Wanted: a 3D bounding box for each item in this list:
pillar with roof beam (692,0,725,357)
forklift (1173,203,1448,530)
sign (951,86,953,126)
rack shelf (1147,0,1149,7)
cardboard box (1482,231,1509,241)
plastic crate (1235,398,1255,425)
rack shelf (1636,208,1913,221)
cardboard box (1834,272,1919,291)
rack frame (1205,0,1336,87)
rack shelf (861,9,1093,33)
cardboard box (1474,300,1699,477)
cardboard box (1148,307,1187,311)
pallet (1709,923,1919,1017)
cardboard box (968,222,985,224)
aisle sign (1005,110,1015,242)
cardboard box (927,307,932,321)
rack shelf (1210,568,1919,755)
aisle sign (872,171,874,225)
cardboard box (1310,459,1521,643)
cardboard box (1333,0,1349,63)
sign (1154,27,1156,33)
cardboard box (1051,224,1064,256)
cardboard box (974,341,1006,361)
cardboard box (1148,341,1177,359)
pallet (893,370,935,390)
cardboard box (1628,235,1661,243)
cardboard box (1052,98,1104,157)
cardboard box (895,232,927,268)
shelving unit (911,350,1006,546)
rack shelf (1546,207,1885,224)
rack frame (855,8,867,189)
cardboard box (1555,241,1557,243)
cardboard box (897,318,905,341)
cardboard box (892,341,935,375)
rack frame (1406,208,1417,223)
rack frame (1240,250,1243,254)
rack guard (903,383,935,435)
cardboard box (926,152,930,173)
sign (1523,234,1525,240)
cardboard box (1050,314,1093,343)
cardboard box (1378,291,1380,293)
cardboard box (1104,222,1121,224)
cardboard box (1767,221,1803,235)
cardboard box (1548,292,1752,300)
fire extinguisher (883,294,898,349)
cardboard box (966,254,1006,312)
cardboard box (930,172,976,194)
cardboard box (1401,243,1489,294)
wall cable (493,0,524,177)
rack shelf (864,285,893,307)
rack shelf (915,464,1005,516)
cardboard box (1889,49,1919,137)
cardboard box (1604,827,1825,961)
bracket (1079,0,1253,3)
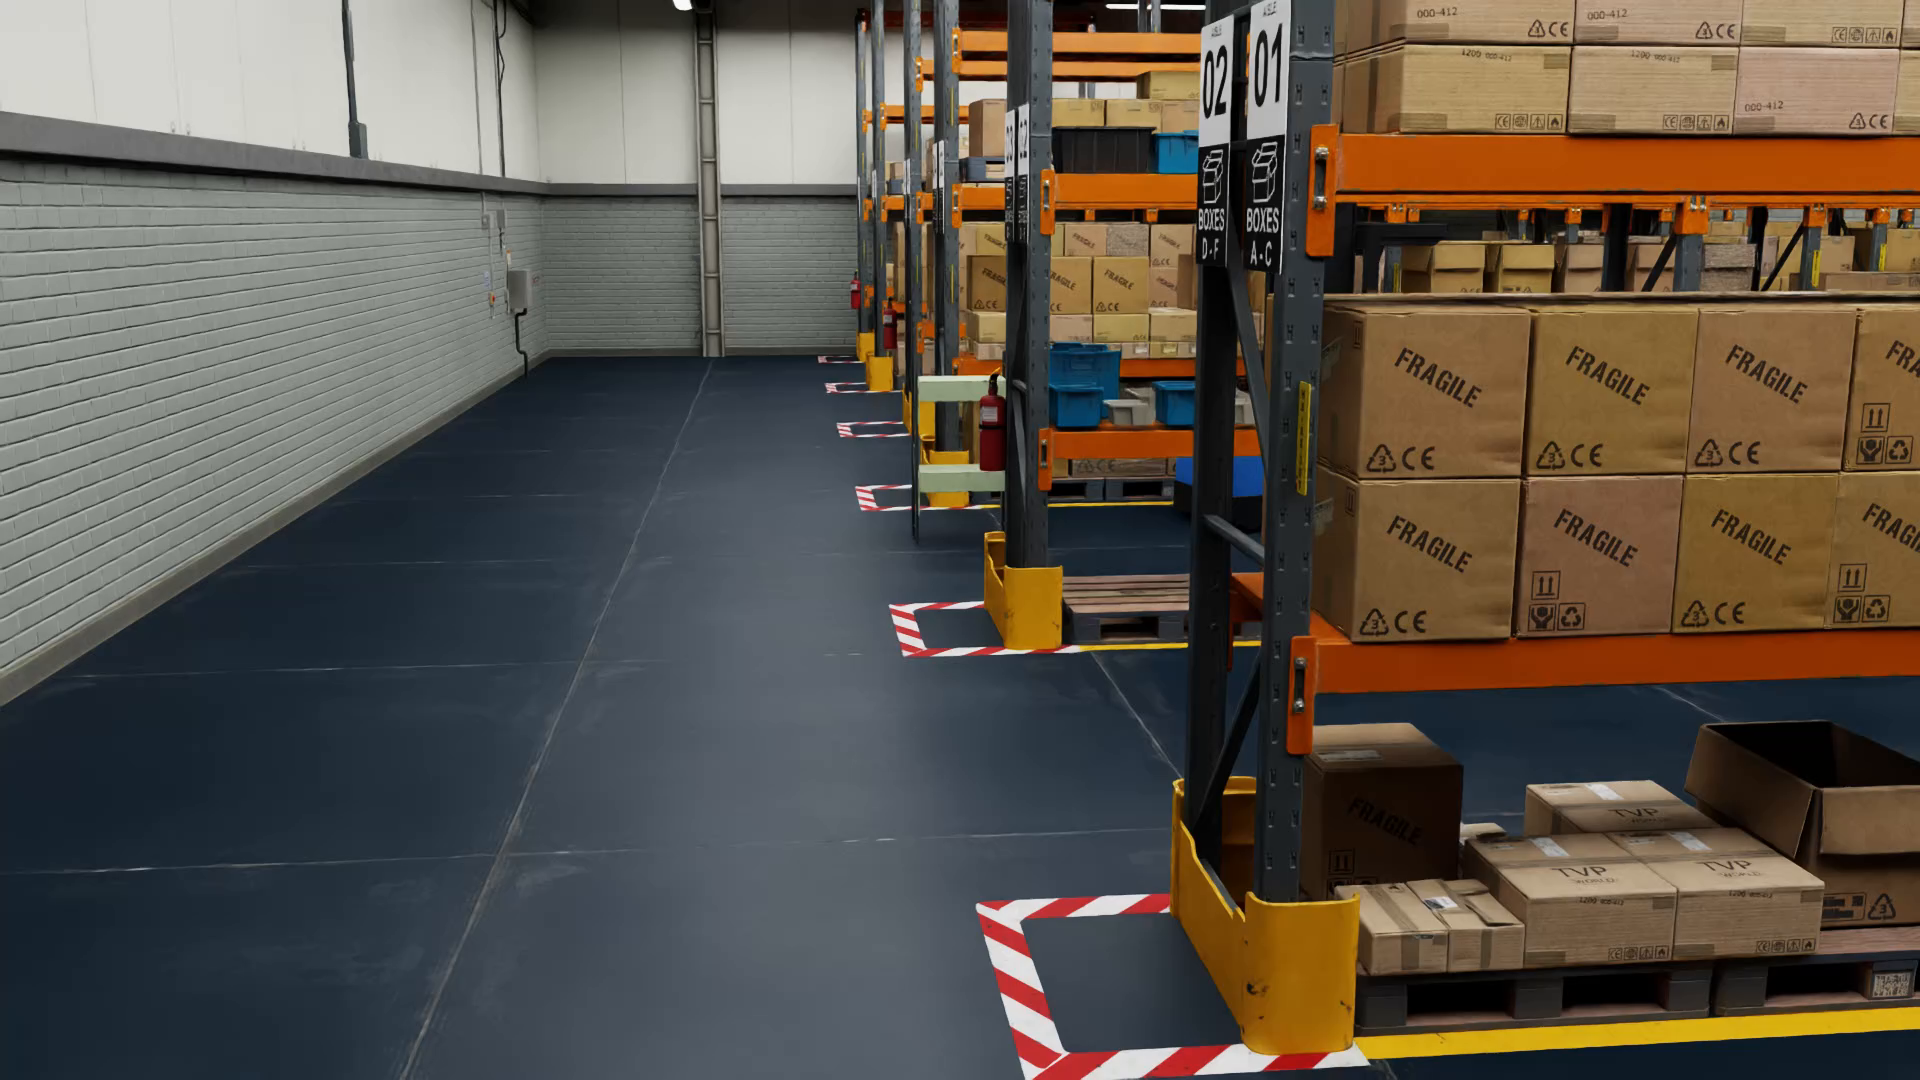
[{"bbox_3d":[-4.047,-6.963,25.460,0.548,9.000,9.100,-1,11,-6],"label":"pillar with roof beam"},{"bbox_3d":[3.429,-1.668,14.256,3.031,2.935,1.130,-4,12,-19],"label":"forklift"},{"bbox_3d":[-0.070,-3.709,14.212,0.005,0.325,0.100,-1,11,-6],"label":"sign"},{"bbox_3d":[4.771,-8.123,24.608,4.000,0.370,1.077,-1,11,-6],"label":"rack shelf"},{"bbox_3d":[8.355,-4.751,25.957,0.250,0.149,0.380,-2,11,-9],"label":"cardboard box"},{"bbox_3d":[1.694,-0.773,10.054,0.298,0.136,0.250,-1,11,-6],"label":"plastic crate"},{"bbox_3d":[12.724,-5.187,26.066,4.000,0.370,1.077,-1,11,-6],"label":"rack shelf"},{"bbox_3d":[8.906,-2.348,16.186,0.500,0.500,0.700,0,11,2],"label":"cardboard box"},{"bbox_3d":[0.942,-2.920,4.893,0.127,3.000,1.000,-1,11,-6],"label":"rack frame"},{"bbox_3d":[0.254,-8.992,29.026,4.000,0.370,1.077,-1,11,-6],"label":"rack shelf"},{"bbox_3d":[1.931,-0.487,5.218,0.500,0.500,0.500,-1,11,-5],"label":"cardboard box"},{"bbox_3d":[1.857,-2.042,15.598,0.500,0.250,0.500,-1,11,-6],"label":"cardboard box"},{"bbox_3d":[3.020,1.349,5.960,1.213,0.211,1.003,-1,11,-6],"label":"pallet"},{"bbox_3d":[0.227,-4.616,24.539,0.250,0.149,0.380,-1,11,-6],"label":"cardboard box"},{"bbox_3d":[0.308,-2.257,10.331,0.004,0.787,0.394,-1,11,-6],"label":"aisle sign"},{"bbox_3d":[-0.265,-2.767,20.319,0.250,0.149,0.380,-1,11,-6],"label":"cardboard box"},{"bbox_3d":[2.930,0.335,5.753,4.000,0.370,1.077,-1,11,-6],"label":"rack shelf"},{"bbox_3d":[-1.299,-5.110,24.847,0.004,0.787,0.394,-1,11,-6],"label":"aisle sign"},{"bbox_3d":[1.412,0.016,5.252,0.500,0.500,0.500,-1,11,-5],"label":"cardboard box"},{"bbox_3d":[1.425,-1.680,5.452,0.500,0.250,0.500,-1,11,-6],"label":"cardboard box"},{"bbox_3d":[2.818,-7.233,23.998,0.005,0.325,0.100,-1,11,-6],"label":"sign"},{"bbox_3d":[0.936,-3.492,19.732,0.500,0.500,0.500,-1,11,-7],"label":"cardboard box"},{"bbox_3d":[0.265,-1.697,14.876,0.250,0.149,0.380,-1,11,-5],"label":"cardboard box"},{"bbox_3d":[1.794,-1.729,15.040,0.250,0.149,0.380,-1,11,-8],"label":"cardboard box"},{"bbox_3d":[-0.408,-2.440,25.233,1.213,0.211,1.003,-1,11,-6],"label":"pallet"},{"bbox_3d":[8.344,-3.554,20.819,0.500,0.500,0.700,-1,11,-7],"label":"cardboard box"},{"bbox_3d":[0.960,-3.662,14.836,0.500,0.500,0.700,-2,11,-8],"label":"cardboard box"},{"bbox_3d":[-0.686,-4.272,24.470,0.500,0.500,0.500,-1,11,-7],"label":"cardboard box"},{"bbox_3d":[0.007,-0.736,13.224,0.755,1.500,0.431,-1,11,-6],"label":"shelving unit"},{"bbox_3d":[9.382,-4.157,20.824,4.000,0.370,1.077,-1,11,-6],"label":"rack shelf"},{"bbox_3d":[-1.734,-7.672,29.065,0.127,3.000,1.000,-1,11,-6],"label":"rack frame"},{"bbox_3d":[9.295,-4.354,25.620,0.500,0.500,0.500,-1,11,-4],"label":"cardboard box"},{"bbox_3d":[-1.116,-3.704,29.817,0.637,0.503,0.797,-2,11,-8],"label":"cardboard box"},{"bbox_3d":[-0.549,-2.758,25.177,0.875,0.438,0.875,-2,11,-8],"label":"cardboard box"},{"bbox_3d":[6.759,-3.943,25.650,0.127,3.000,1.000,-1,11,-6],"label":"rack frame"},{"bbox_3d":[3.418,-2.913,20.408,0.127,3.000,1.000,-1,11,-6],"label":"rack frame"},{"bbox_3d":[-0.484,-1.605,20.234,0.348,0.500,1.175,-1,11,-6],"label":"rack guard"},{"bbox_3d":[-0.129,-4.531,19.959,0.500,0.250,0.500,-2,11,-8],"label":"cardboard box"},{"bbox_3d":[10.264,-5.404,30.283,0.005,0.325,0.100,-1,11,-6],"label":"sign"},{"bbox_3d":[0.899,-1.919,14.970,0.500,0.250,0.500,-1,11,-7],"label":"cardboard box"},{"bbox_3d":[4.885,-2.937,20.096,0.250,0.149,0.380,-2,11,-9],"label":"cardboard box"},{"bbox_3d":[2.237,-4.666,24.793,0.250,0.149,0.380,-1,11,-5],"label":"cardboard box"},{"bbox_3d":[12.717,-4.720,25.978,0.500,0.500,0.700,-1,11,-6],"label":"cardboard box"},{"bbox_3d":[2.372,-0.600,5.795,0.500,0.500,0.500,-1,11,-5],"label":"cardboard box"},{"bbox_3d":[-0.859,-2.692,20.452,0.183,0.674,0.296,-1,11,-6],"label":"fire extinguisher"},{"bbox_3d":[0.332,-2.377,15.357,0.500,0.500,0.500,-1,11,-5],"label":"cardboard box"},{"bbox_3d":[-0.085,-4.188,19.508,0.500,0.250,0.500,-1,11,-4],"label":"cardboard box"},{"bbox_3d":[4.487,-2.516,15.529,0.637,0.503,0.797,-1,11,-8],"label":"cardboard box"},{"bbox_3d":[-7.161,-7.246,26.798,0.133,3.039,2.988,-1,11,-6],"label":"wall cable"},{"bbox_3d":[0.254,-4.417,29.925,4.000,0.370,1.077,-1,11,-6],"label":"rack shelf"},{"bbox_3d":[0.007,-0.416,13.287,0.720,0.370,0.431,-1,11,-6],"label":"rack shelf"},{"bbox_3d":[2.972,-1.367,5.157,0.500,0.250,0.500,-1,11,-6],"label":"cardboard box"},{"bbox_3d":[2.508,1.179,5.581,0.500,0.250,0.500,-1,11,-6],"label":"cardboard box"},{"bbox_3d":[4.482,-9.675,29.920,4.783,0.066,0.076,-1,11,-6],"label":"bracket"}]
